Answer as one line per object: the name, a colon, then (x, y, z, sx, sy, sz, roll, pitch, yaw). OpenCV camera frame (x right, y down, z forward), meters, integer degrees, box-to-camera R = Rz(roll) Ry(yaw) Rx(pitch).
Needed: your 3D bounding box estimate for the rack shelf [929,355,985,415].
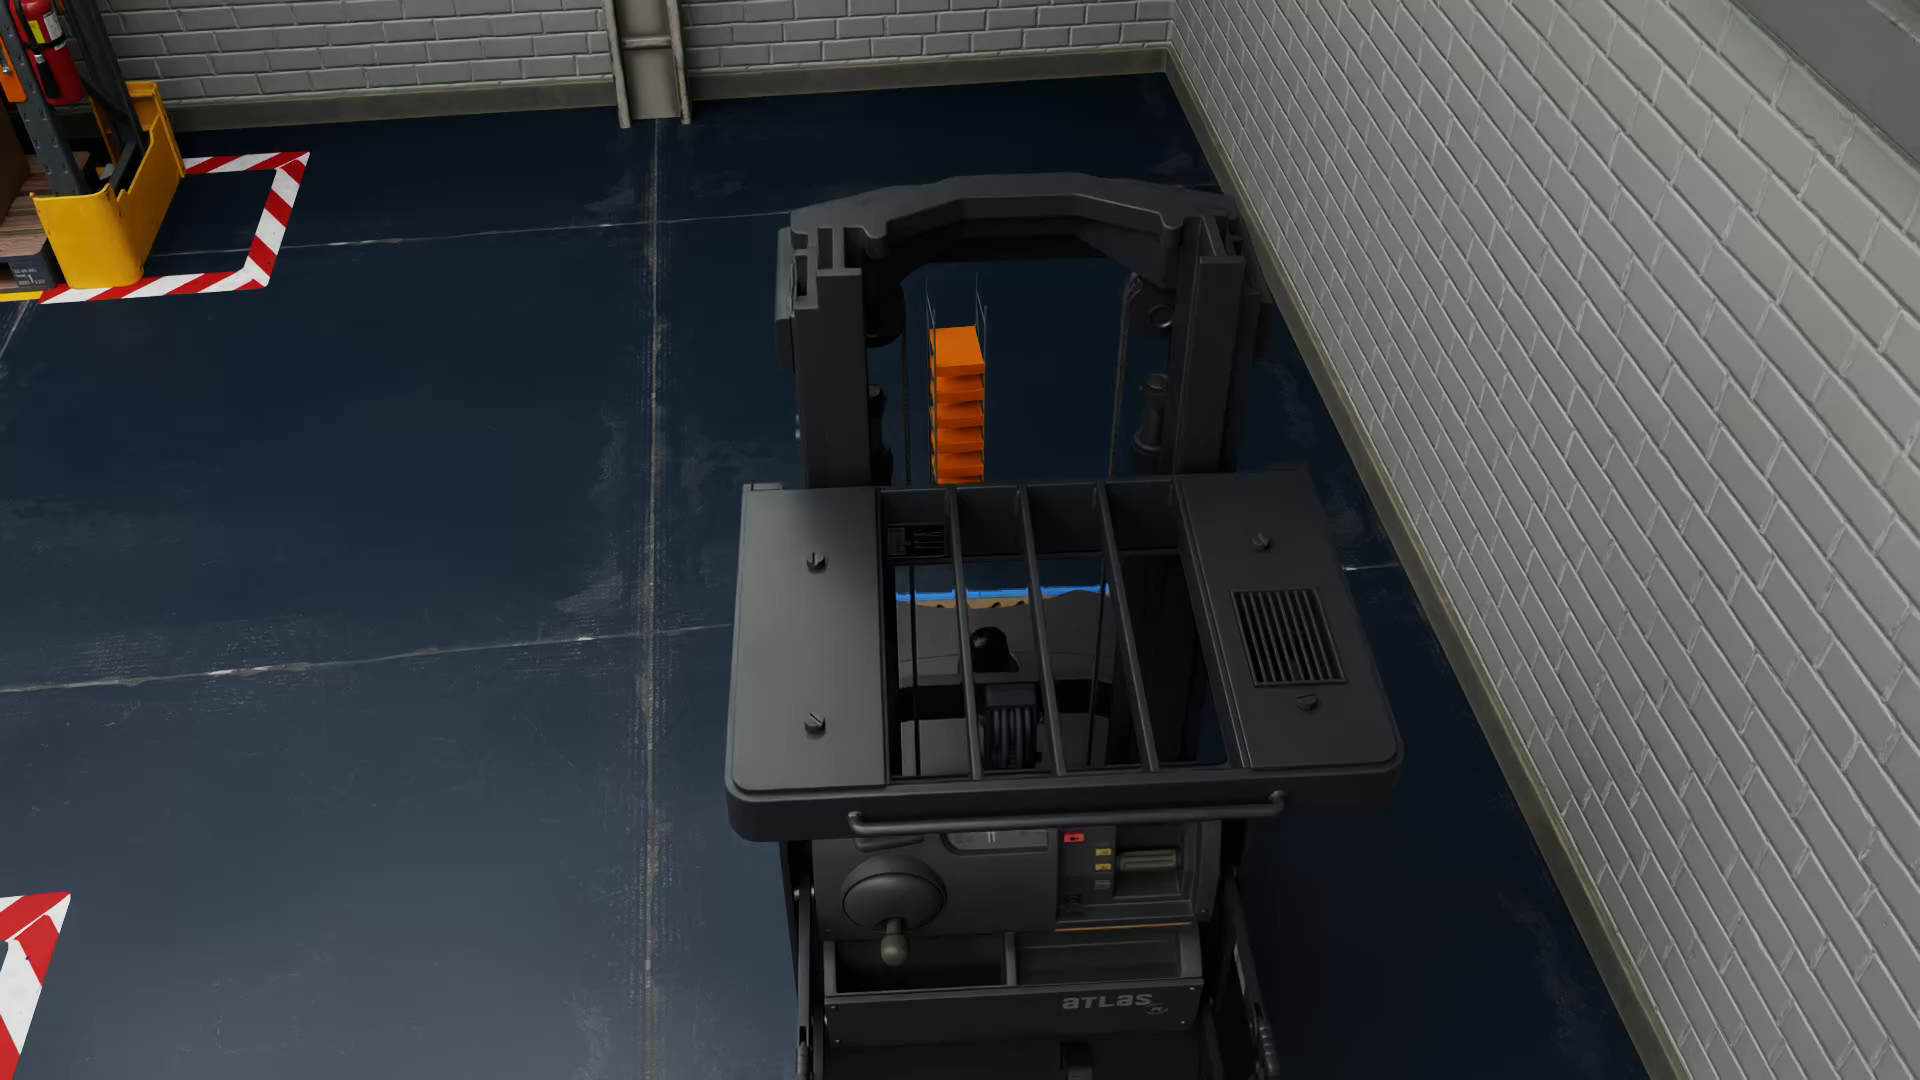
rack shelf: (-0.014, -0.589, 6.216, 0.180, 0.103, 0.258, -5, 42, -6)

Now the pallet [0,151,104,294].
pallet: (-5.071, -1.573, 8.337, 1.213, 0.211, 1.003, -5, 42, -6)

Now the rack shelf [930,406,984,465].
rack shelf: (-0.014, -0.411, 6.376, 0.180, 0.103, 0.258, -5, 42, -6)

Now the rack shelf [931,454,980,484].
rack shelf: (-0.014, -0.233, 6.537, 0.180, 0.103, 0.258, -5, 42, -6)

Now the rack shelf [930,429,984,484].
rack shelf: (-0.014, -0.322, 6.457, 0.180, 0.103, 0.258, -5, 42, -6)

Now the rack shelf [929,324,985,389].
rack shelf: (-0.014, -0.679, 6.135, 0.180, 0.103, 0.258, -5, 42, -6)

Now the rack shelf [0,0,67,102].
rack shelf: (-6.271, -2.289, 7.586, 4.000, 0.370, 1.077, -5, 42, -6)

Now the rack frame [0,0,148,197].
rack frame: (-4.288, -2.730, 7.537, 0.127, 3.000, 1.000, -5, 42, -6)

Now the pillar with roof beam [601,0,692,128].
pillar with roof beam: (-1.165, -2.908, 3.255, 0.400, 9.000, 9.100, -5, 42, -6)

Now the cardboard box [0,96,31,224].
cardboard box: (-4.969, -1.831, 8.093, 0.500, 0.500, 0.700, -5, 42, -6)

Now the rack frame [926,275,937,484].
rack frame: (-0.105, -0.436, 6.338, 0.006, 1.200, 0.240, -5, 42, -6)

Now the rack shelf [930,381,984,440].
rack shelf: (-0.014, -0.500, 6.296, 0.180, 0.103, 0.258, -5, 42, -6)

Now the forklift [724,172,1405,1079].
forklift: (0.146, 0.838, 3.633, 1.130, 2.935, 3.031, -2, 42, -3)

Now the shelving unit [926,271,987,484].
shelving unit: (-0.014, -0.444, 6.347, 0.189, 1.200, 0.258, -5, 42, -6)

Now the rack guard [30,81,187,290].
rack guard: (-4.264, -1.804, 8.377, 0.348, 0.500, 1.175, -5, 42, -6)

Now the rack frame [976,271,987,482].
rack frame: (0.076, -0.452, 6.356, 0.006, 1.200, 0.240, -5, 42, -6)

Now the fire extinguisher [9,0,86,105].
fire extinguisher: (-4.078, -2.269, 7.363, 0.183, 0.674, 0.296, -5, 42, -6)
